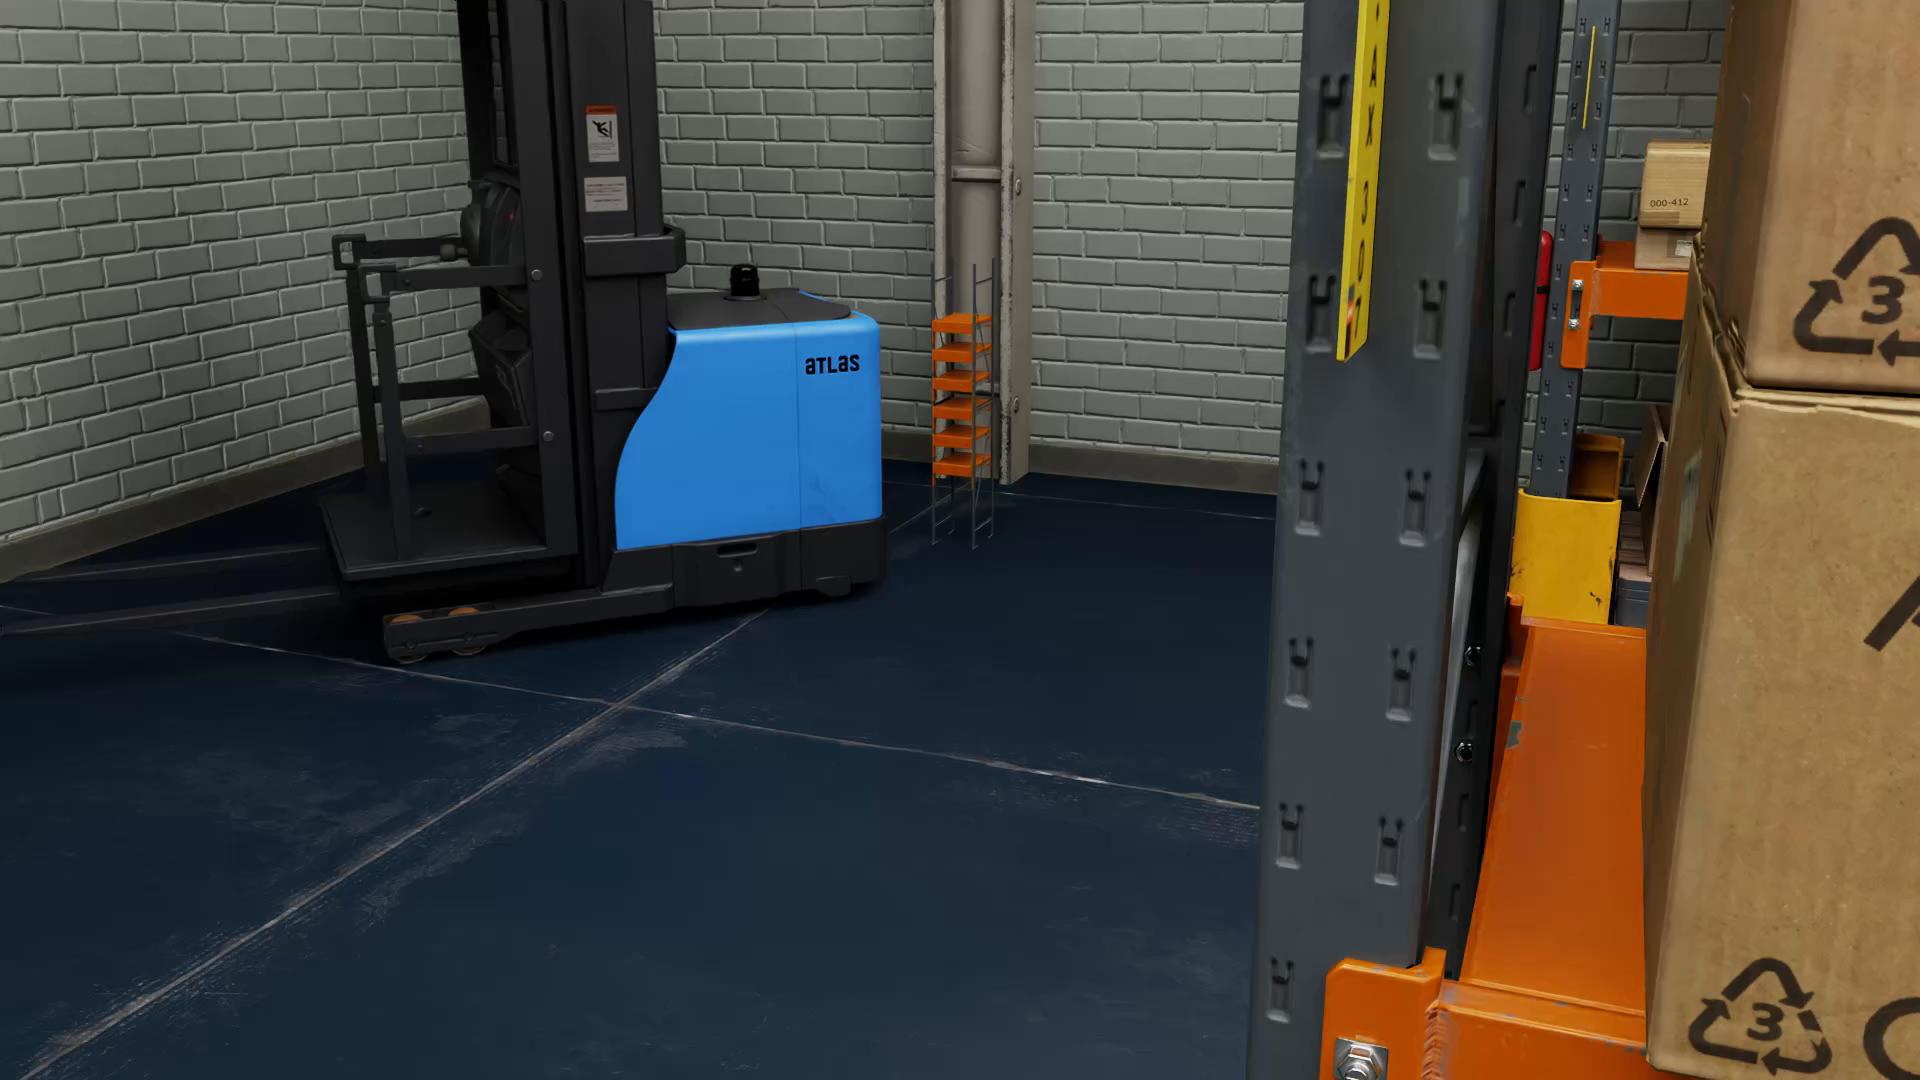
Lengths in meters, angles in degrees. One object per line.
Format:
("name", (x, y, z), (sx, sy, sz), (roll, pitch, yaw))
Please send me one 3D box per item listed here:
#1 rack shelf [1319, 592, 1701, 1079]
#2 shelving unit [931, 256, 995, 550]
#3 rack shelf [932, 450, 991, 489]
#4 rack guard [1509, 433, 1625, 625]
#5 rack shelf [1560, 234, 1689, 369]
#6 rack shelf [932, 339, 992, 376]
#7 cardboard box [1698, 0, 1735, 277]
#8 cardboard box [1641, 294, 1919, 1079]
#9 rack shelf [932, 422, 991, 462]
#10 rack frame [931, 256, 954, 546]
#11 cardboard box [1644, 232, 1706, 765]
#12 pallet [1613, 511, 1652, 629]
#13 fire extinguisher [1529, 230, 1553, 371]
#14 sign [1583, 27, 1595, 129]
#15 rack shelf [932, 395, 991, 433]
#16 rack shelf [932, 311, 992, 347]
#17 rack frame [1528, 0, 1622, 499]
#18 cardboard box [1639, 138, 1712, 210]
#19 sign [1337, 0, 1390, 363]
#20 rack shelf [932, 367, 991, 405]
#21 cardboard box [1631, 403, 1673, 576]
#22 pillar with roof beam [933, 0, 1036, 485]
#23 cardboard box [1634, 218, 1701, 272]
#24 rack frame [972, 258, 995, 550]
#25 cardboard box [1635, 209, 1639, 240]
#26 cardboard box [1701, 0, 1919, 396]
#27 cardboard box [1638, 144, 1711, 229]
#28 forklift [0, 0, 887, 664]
("rack shelf", (2.334, 0.577, 1.095), (4.000, 0.370, 1.077), (6, 17, 21))
("shelving unit", (0.013, -0.575, 7.001), (0.189, 1.200, 0.258), (6, 17, 21))
("rack shelf", (0.013, -0.302, 7.081), (0.180, 0.103, 0.258), (6, 17, 21))
("rack guard", (2.362, -0.052, 6.457), (0.348, 0.500, 1.175), (6, 17, 21))
("rack shelf", (4.152, -0.710, 5.531), (4.000, 0.370, 1.077), (6, 17, 21))
("rack shelf", (0.013, -0.763, 6.947), (0.180, 0.103, 0.258), (6, 17, 21))
("cardboard box", (1.009, -0.513, 1.589), (0.500, 0.500, 0.500), (7, 18, 22))
("cardboard box", (0.814, 0.103, 1.260), (0.500, 0.500, 0.500), (6, 17, 20))
("rack shelf", (0.013, -0.417, 7.047), (0.180, 0.103, 0.258), (6, 17, 21))
("rack frame", (-0.072, -0.584, 7.034), (0.006, 1.200, 0.240), (6, 17, 21))
("cardboard box", (1.019, -0.040, 1.752), (0.500, 0.500, 0.500), (6, 17, 21))
("pallet", (3.104, 0.168, 6.217), (1.213, 0.211, 1.003), (6, 17, 21))
("fire extinguisher", (1.985, -0.939, 5.837), (0.183, 0.674, 0.296), (6, 17, 21))
("sign", (2.092, -1.536, 5.530), (0.005, 0.325, 0.100), (6, 17, 21))
("rack shelf", (0.013, -0.532, 7.014), (0.180, 0.103, 0.258), (6, 17, 21))
("rack shelf", (0.013, -0.878, 6.913), (0.180, 0.103, 0.258), (6, 17, 21))
("rack frame", (2.291, -1.261, 6.135), (0.127, 3.000, 1.000), (6, 17, 21))
("cardboard box", (2.816, -1.353, 6.190), (0.500, 0.250, 0.500), (7, 18, 22))
("sign", (0.264, -0.283, 1.074), (0.005, 0.325, 0.100), (6, 17, 21))
("rack shelf", (0.013, -0.647, 6.980), (0.180, 0.103, 0.258), (6, 17, 21))
("cardboard box", (2.825, -0.176, 6.125), (0.637, 0.503, 0.797), (6, 17, 18))
("pillar with roof beam", (-1.466, -3.535, 3.208), (0.400, 9.000, 9.100), (6, 17, 21))
("cardboard box", (2.496, -1.035, 5.810), (0.250, 0.149, 0.380), (6, 17, 20))
("rack frame", (0.099, -0.565, 6.969), (0.006, 1.200, 0.240), (6, 17, 21))
("cardboard box", (2.698, -1.176, 6.293), (0.250, 0.149, 0.380), (6, 17, 20))
("cardboard box", (0.815, -0.378, 1.123), (0.500, 0.500, 0.500), (6, 17, 19))
("cardboard box", (2.614, -1.215, 5.714), (0.500, 0.250, 0.500), (6, 17, 21))
("forklift", (-1.846, -1.150, 5.879), (3.031, 2.935, 1.130), (-7, 18, -23))
